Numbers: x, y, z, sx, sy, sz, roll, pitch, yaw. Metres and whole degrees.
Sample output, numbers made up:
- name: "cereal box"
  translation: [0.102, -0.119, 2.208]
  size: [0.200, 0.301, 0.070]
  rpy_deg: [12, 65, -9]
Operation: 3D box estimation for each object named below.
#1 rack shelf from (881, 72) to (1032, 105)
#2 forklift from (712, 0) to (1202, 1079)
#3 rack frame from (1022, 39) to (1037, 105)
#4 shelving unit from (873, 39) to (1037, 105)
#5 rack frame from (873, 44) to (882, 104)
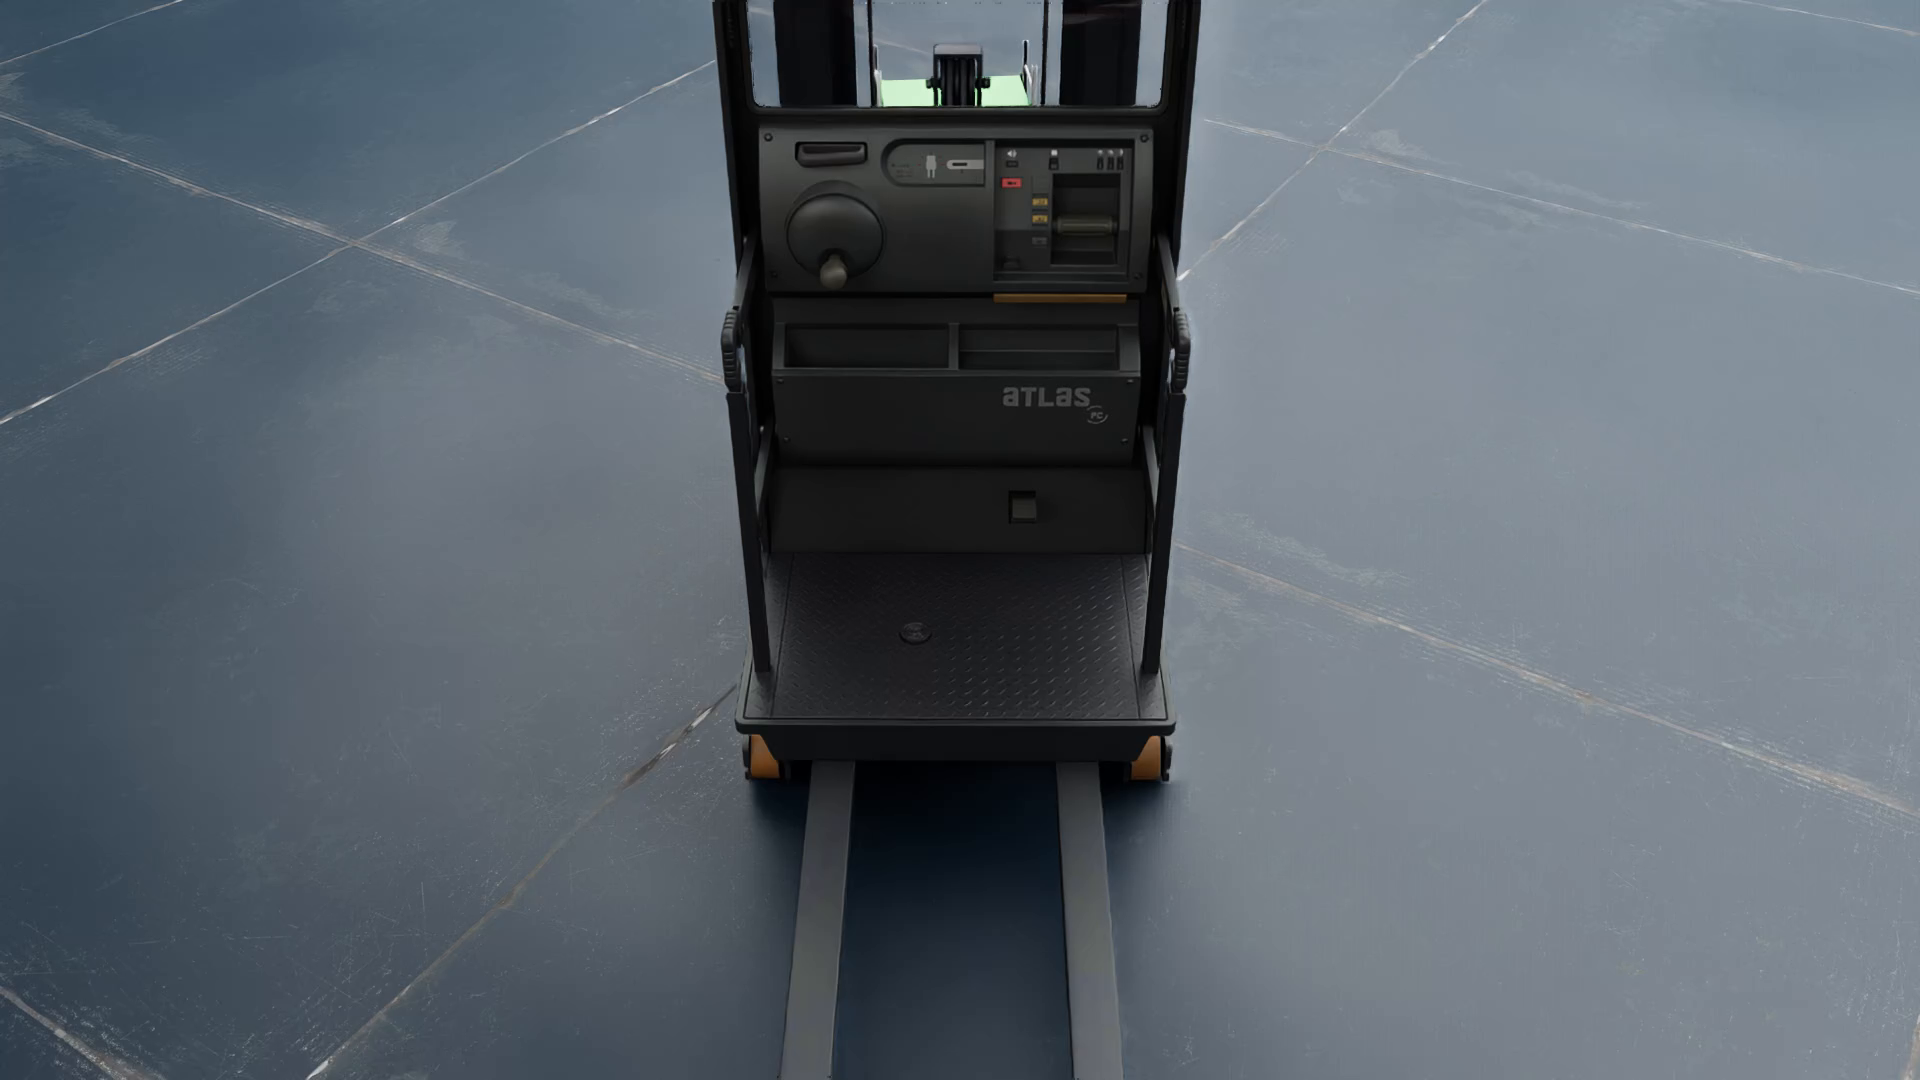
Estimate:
- name: "rack shelf"
  translation: [-0.021, -1.391, 5.388]
  size: [0.480, 0.148, 0.258]
  rpy_deg: [-3, 37, -4]
- name: "forklift"
  translation: [-0.008, -0.715, 3.777]
  size: [1.130, 2.935, 3.031]
  rpy_deg: [0, 38, 0]
- name: "rack frame"
  translation: [0.223, -1.073, 5.657]
  size: [0.015, 1.200, 0.240]
  rpy_deg: [-3, 37, -4]
- name: "shelving unit"
  translation: [-0.021, -1.059, 5.640]
  size: [0.503, 1.200, 0.258]
  rpy_deg: [-3, 37, -4]
- name: "rack frame"
  translation: [-0.264, -1.046, 5.622]
  size: [0.015, 1.200, 0.240]
  rpy_deg: [-3, 37, -4]
